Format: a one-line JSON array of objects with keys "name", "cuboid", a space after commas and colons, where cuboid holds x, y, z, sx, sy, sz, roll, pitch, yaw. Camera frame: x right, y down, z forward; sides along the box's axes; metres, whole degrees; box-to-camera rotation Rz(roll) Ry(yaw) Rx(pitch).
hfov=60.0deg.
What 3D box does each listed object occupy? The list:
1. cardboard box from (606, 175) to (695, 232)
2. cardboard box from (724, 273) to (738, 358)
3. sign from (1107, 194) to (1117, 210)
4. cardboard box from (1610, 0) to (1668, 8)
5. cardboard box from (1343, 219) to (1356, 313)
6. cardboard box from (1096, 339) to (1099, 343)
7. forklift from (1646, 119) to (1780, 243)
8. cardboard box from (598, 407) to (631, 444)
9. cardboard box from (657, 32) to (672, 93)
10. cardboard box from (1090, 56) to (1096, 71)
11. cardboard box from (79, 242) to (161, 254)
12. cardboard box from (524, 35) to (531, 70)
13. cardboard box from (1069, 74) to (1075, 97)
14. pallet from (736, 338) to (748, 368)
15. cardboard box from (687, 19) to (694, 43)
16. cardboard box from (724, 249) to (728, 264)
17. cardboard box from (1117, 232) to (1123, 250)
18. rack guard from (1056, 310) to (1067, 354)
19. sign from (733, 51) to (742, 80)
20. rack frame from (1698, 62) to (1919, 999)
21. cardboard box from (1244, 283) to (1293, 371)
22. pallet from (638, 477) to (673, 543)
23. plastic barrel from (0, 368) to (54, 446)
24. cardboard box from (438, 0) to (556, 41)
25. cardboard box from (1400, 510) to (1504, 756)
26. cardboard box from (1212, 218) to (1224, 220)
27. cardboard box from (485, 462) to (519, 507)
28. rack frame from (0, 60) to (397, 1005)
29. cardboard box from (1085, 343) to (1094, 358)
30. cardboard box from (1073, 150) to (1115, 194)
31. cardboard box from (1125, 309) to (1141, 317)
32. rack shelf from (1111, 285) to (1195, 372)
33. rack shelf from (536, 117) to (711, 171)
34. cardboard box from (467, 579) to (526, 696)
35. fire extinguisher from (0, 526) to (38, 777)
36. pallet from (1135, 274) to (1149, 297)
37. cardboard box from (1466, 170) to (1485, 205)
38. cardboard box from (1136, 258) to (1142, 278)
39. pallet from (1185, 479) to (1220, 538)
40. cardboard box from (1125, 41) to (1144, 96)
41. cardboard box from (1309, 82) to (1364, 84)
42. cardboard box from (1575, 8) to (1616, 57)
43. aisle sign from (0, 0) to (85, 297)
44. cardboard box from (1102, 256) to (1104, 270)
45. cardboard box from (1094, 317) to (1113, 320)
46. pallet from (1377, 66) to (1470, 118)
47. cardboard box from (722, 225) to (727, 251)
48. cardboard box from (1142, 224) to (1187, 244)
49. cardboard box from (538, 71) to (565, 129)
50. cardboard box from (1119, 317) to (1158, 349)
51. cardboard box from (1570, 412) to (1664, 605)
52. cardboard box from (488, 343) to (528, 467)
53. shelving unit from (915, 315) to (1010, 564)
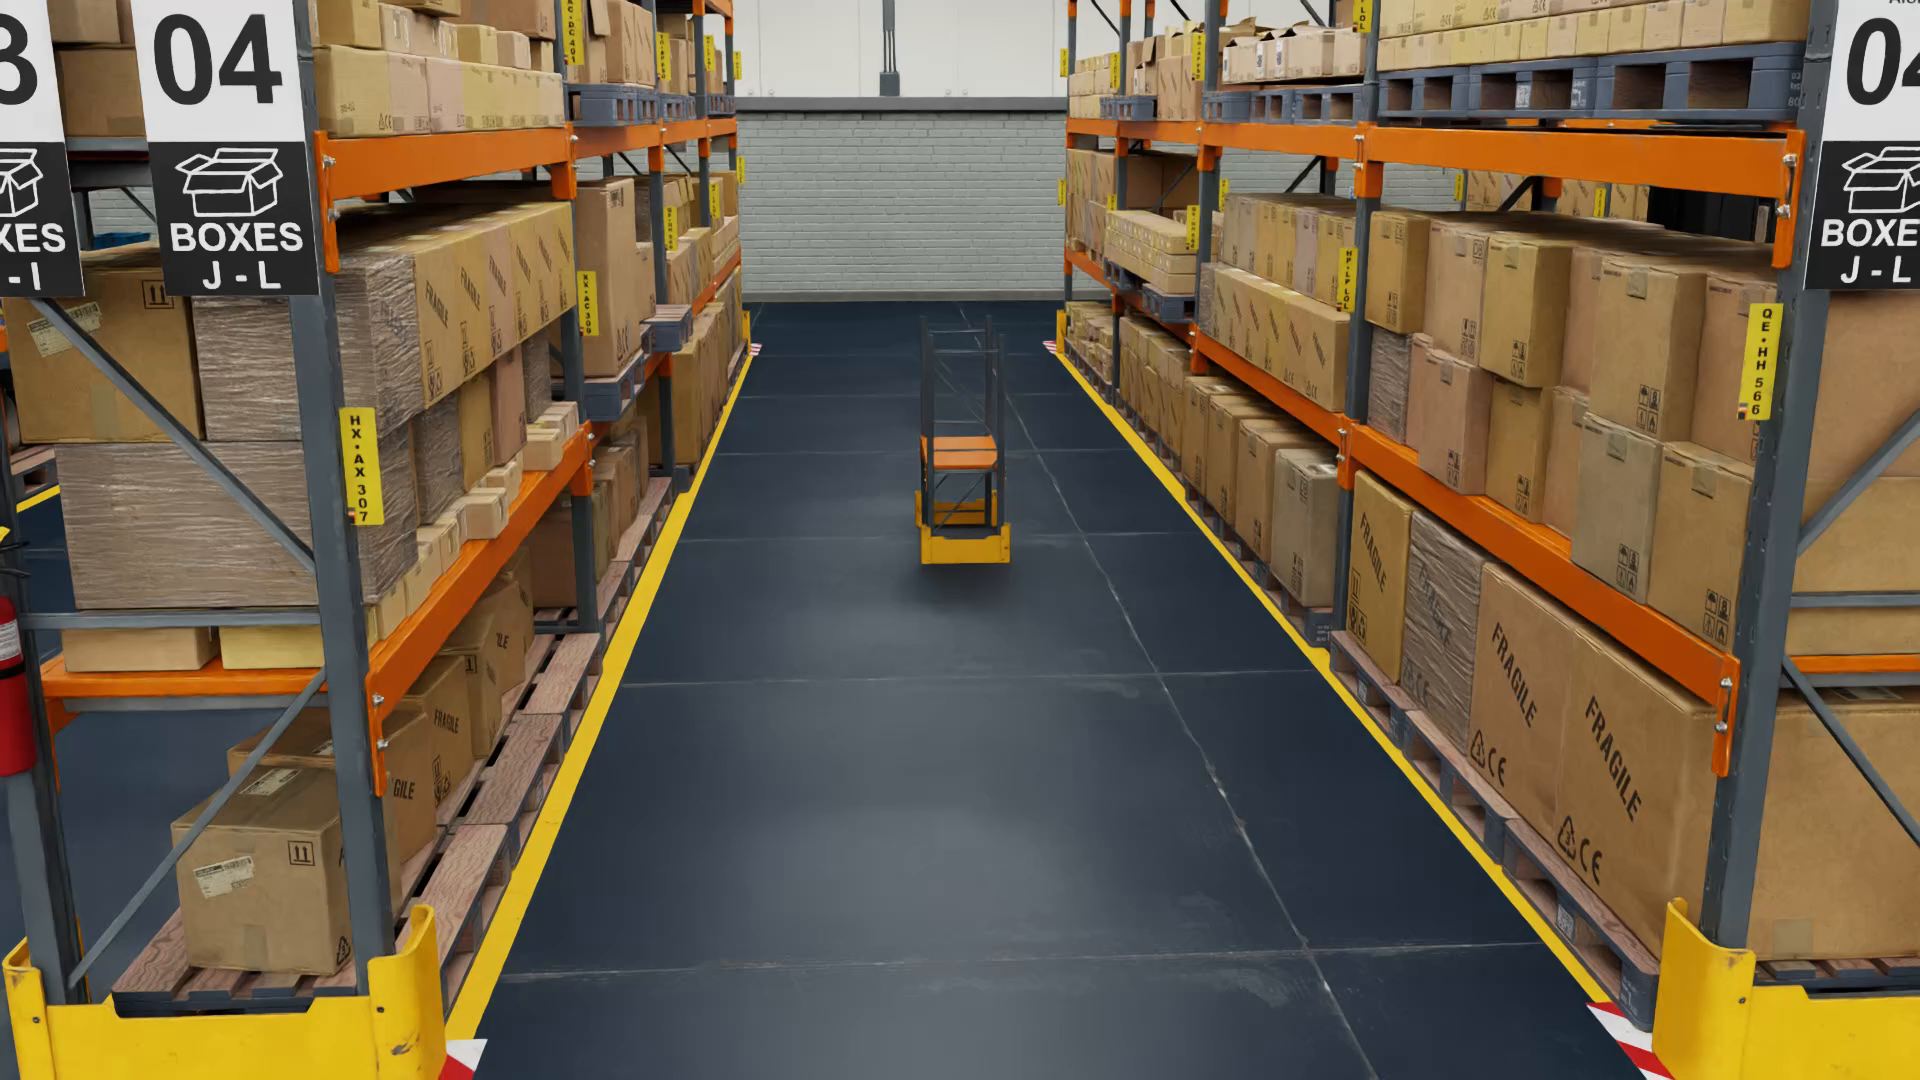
[{"name": "cardboard box", "cuboid": [-2.878, -3.133, 15.470, 0.797, 0.503, 0.637, -1, 14, -5]}, {"name": "cardboard box", "cuboid": [-2.997, -2.543, 18.810, 0.875, 0.875, 0.875, -1, 14, -3]}, {"name": "sign", "cuboid": [1.490, -3.218, 16.277, 0.100, 0.325, 0.005, -1, 14, -3]}, {"name": "cardboard box", "cuboid": [2.435, -1.842, 5.308, 0.500, 0.250, 0.500, -1, 14, -3]}, {"name": "cardboard box", "cuboid": [2.490, -1.476, 9.034, 0.700, 0.500, 0.500, -1, 14, -4]}, {"name": "cardboard box", "cuboid": [1.678, -2.110, 17.988, 0.380, 0.149, 0.250, -1, 14, -2]}, {"name": "forklift", "cuboid": [5.521, -1.489, 11.430, 3.031, 2.935, 1.130, -1, 14, -3]}, {"name": "cardboard box", "cuboid": [-2.563, -0.831, 11.363, 0.500, 0.250, 0.500, 1, 14, 3]}, {"name": "cardboard box", "cuboid": [-2.826, -3.977, 13.893, 0.797, 0.503, 0.637, -1, 14, -4]}, {"name": "cardboard box", "cuboid": [1.597, -5.082, 17.736, 0.380, 0.149, 0.250, -1, 14, -4]}, {"name": "cardboard box", "cuboid": [-2.499, -0.707, 5.451, 0.500, 0.500, 0.500, -1, 14, -3]}, {"name": "cardboard box", "cuboid": [-2.094, -2.136, 7.289, 0.380, 0.149, 0.250, -2, 15, -6]}, {"name": "cardboard box", "cuboid": [1.552, -5.310, 19.424, 0.500, 0.250, 0.500, -1, 14, -3]}, {"name": "pallet", "cuboid": [-3.046, -2.204, 19.670, 1.003, 0.211, 1.213, -1, 14, -3]}, {"name": "cardboard box", "cuboid": [-3.058, -5.366, 17.593, 0.500, 0.250, 0.500, -1, 14, -5]}, {"name": "cardboard box", "cuboid": [-2.693, -3.037, 17.815, 0.380, 0.149, 0.250, -1, 14, -3]}, {"name": "cardboard box", "cuboid": [1.648, -2.737, 15.207, 0.380, 0.149, 0.250, -2, 15, -6]}, {"name": "rack guard", "cuboid": [1.788, -2.574, 20.529, 1.175, 0.500, 0.348, -1, 14, -3]}, {"name": "sign", "cuboid": [-2.631, -5.601, 19.636, 0.100, 0.325, 0.005, -1, 14, -3]}, {"name": "rack frame", "cuboid": [2.775, 0.175, 4.825, 1.000, 3.000, 0.127, -1, 14, -3]}, {"name": "cardboard box", "cuboid": [2.131, -1.371, 10.635, 0.500, 0.500, 0.500, -1, 14, -4]}, {"name": "pallet", "cuboid": [-2.631, -0.218, 11.950, 1.003, 0.211, 1.213, -1, 14, -3]}, {"name": "plastic barrel", "cuboid": [-7.738, -1.124, 13.873, 0.600, 0.588, 0.708, -1, 14, -3]}, {"name": "cardboard box", "cuboid": [-2.147, -2.547, 7.587, 0.500, 0.500, 0.500, -1, 14, -5]}, {"name": "cardboard box", "cuboid": [2.556, 0.388, 7.421, 0.875, 0.875, 0.875, -1, 14, -3]}, {"name": "cardboard box", "cuboid": [2.331, -2.758, 14.693, 0.380, 0.149, 0.250, -2, 15, -6]}, {"name": "cardboard box", "cuboid": [-2.045, -0.224, 6.882, 0.380, 0.149, 0.250, -1, 14, -3]}, {"name": "rack frame", "cuboid": [-2.182, 0.227, 4.625, 1.000, 3.000, 0.127, -1, 14, -3]}, {"name": "cardboard box", "cuboid": [1.606, -2.107, 18.574, 0.380, 0.149, 0.250, -1, 14, -3]}, {"name": "cardboard box", "cuboid": [1.584, -4.239, 19.180, 0.500, 0.500, 0.500, 0, 14, -2]}, {"name": "cardboard box", "cuboid": [2.123, -2.596, 19.280, 0.380, 0.149, 0.250, -1, 15, -6]}, {"name": "rack shelf", "cuboid": [2.155, -1.963, 14.581, 1.077, 0.370, 4.000, -1, 14, -3]}, {"name": "rack shelf", "cuboid": [-2.802, -3.365, 14.007, 1.077, 0.370, 4.000, -1, 14, -3]}, {"name": "cardboard box", "cuboid": [-2.402, 0.482, 7.809, 0.500, 0.500, 0.500, 4, 15, 14]}, {"name": "fire extinguisher", "cuboid": [-2.635, 0.300, 4.497, 0.296, 0.674, 0.183, -1, 14, -3]}, {"name": "pallet", "cuboid": [2.116, -2.213, 14.493, 1.003, 0.211, 1.213, -1, 14, -3]}, {"name": "cardboard box", "cuboid": [6.463, -4.314, 20.067, 0.500, 0.500, 0.500, -1, 14, -5]}, {"name": "cardboard box", "cuboid": [1.715, -2.331, 14.226, 0.380, 0.149, 0.250, 0, 14, -2]}, {"name": "pallet", "cuboid": [2.253, -0.267, 12.139, 1.003, 0.211, 1.213, -1, 14, -3]}, {"name": "cardboard box", "cuboid": [1.945, -4.418, 15.613, 0.700, 0.500, 0.500, -1, 14, -3]}, {"name": "cardboard box", "cuboid": [2.643, -3.220, 11.138, 0.500, 0.311, 0.500, -1, 14, -3]}, {"name": "cardboard box", "cuboid": [2.353, -1.738, 5.703, 0.380, 0.149, 0.250, -1, 14, -4]}, {"name": "aisle sign", "cuboid": [-2.478, -1.012, 4.224, 0.394, 0.787, 0.004, -1, 14, -3]}, {"name": "cardboard box", "cuboid": [1.655, -2.817, 16.960, 0.380, 0.149, 0.250, -1, 14, -5]}, {"name": "cardboard box", "cuboid": [1.689, -2.391, 18.485, 0.380, 0.149, 0.250, -1, 14, -3]}, {"name": "pallet", "cuboid": [2.567, -2.026, 7.538, 1.003, 0.211, 1.213, -1, 14, -3]}, {"name": "cardboard box", "cuboid": [-2.757, -3.203, 17.657, 0.500, 0.250, 0.500, -1, 14, -2]}, {"name": "cardboard box", "cuboid": [1.732, -2.553, 13.897, 0.380, 0.149, 0.250, -1, 14, -3]}, {"name": "cardboard box", "cuboid": [-2.141, -2.039, 7.712, 0.500, 0.250, 0.500, 0, 14, -1]}, {"name": "cardboard box", "cuboid": [1.813, -1.977, 15.860, 0.500, 0.250, 0.500, -2, 15, -6]}, {"name": "cardboard box", "cuboid": [2.651, -0.125, 5.693, 0.875, 0.550, 0.550, -1, 14, -3]}, {"name": "cardboard box", "cuboid": [-2.336, -0.600, 7.041, 0.875, 0.500, 0.500, -1, 14, -3]}, {"name": "shelving unit", "cuboid": [0.005, -0.707, 11.266, 0.587, 1.500, 1.083, -1, 14, -3]}]
